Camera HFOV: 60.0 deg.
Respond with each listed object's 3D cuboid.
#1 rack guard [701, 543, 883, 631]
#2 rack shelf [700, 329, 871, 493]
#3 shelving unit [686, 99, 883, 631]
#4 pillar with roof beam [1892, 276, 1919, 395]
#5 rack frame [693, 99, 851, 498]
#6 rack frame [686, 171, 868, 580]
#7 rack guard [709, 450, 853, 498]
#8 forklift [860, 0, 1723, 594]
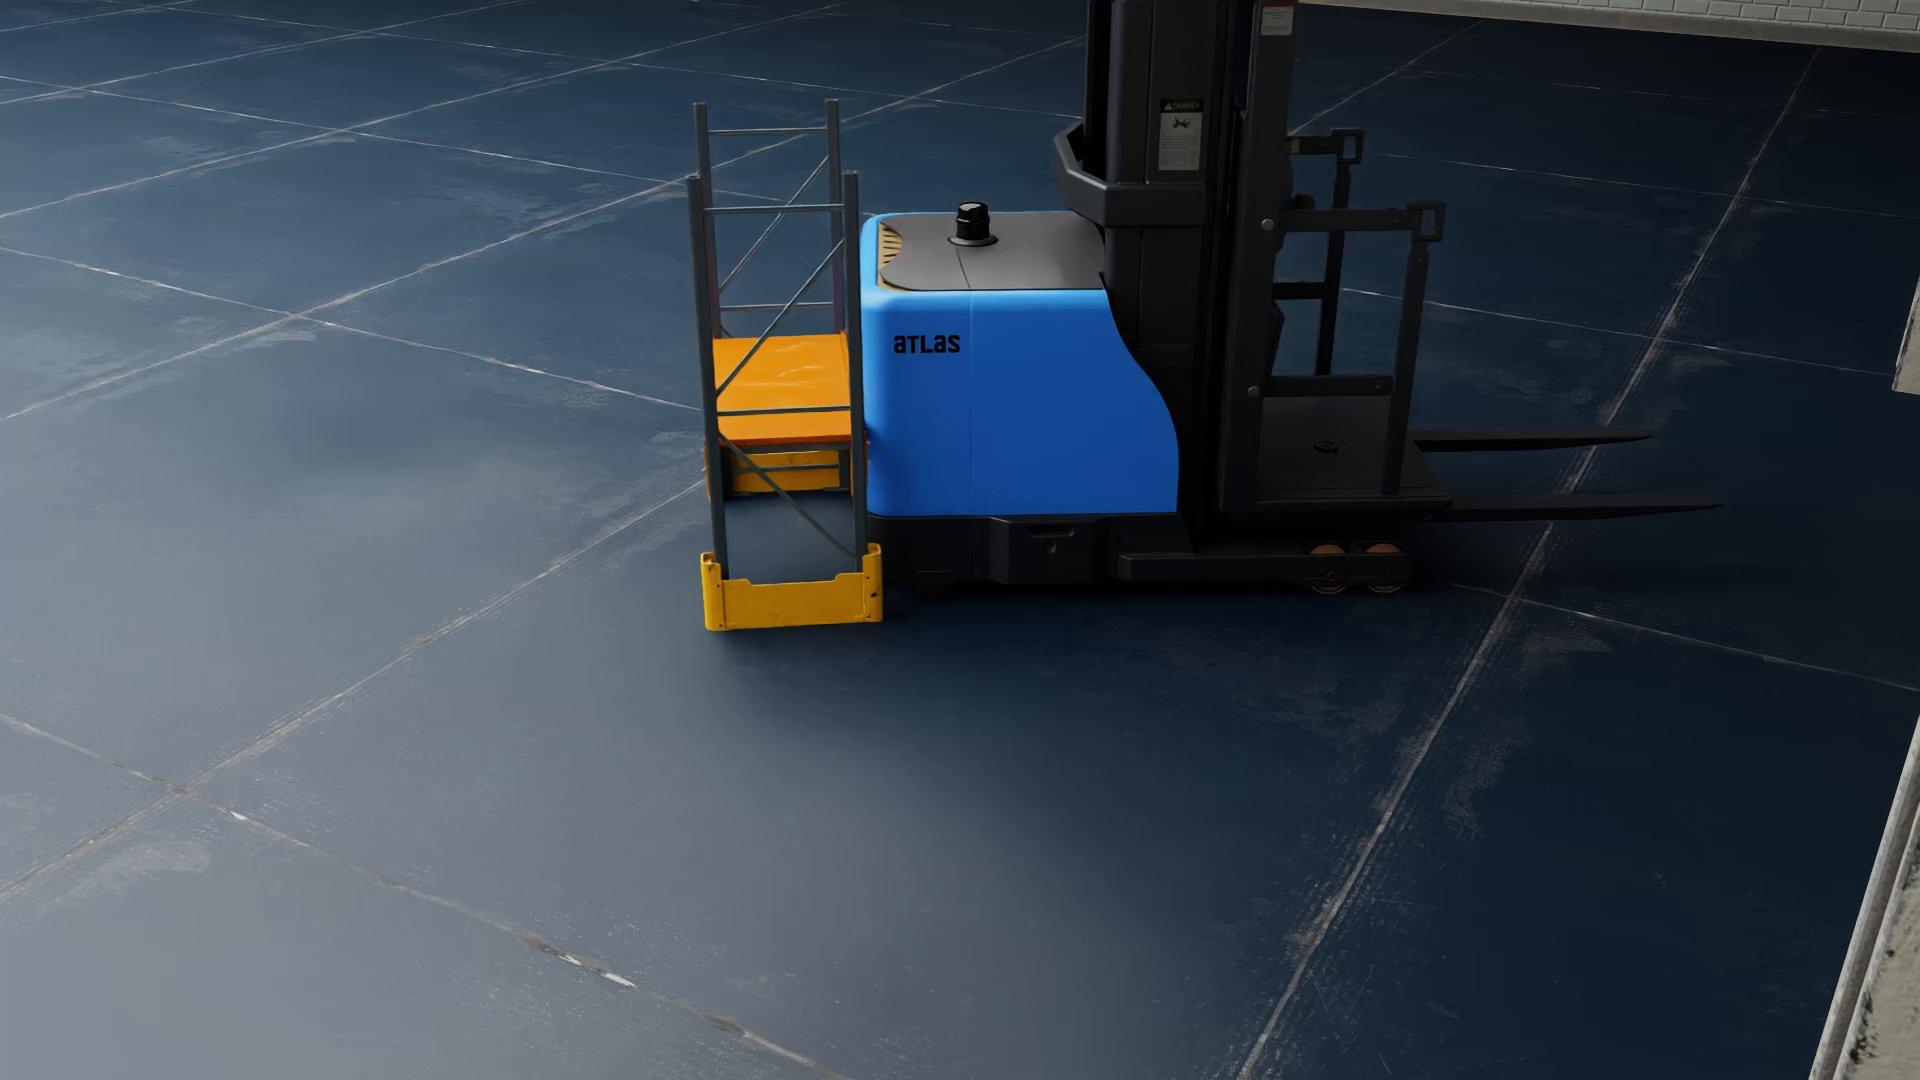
[{"bbox_3d":[-0.552,0.156,5.500,0.587,0.250,0.087,-3,27,-6],"label":"rack guard"},{"bbox_3d":[-0.613,-0.468,5.751,0.538,0.185,1.000,-3,27,-6],"label":"rack shelf"},{"bbox_3d":[-0.612,-0.624,5.662,0.587,1.500,1.083,-3,27,-6],"label":"shelving unit"},{"bbox_3d":[0.645,-5.684,7.393,9.100,9.000,0.400,14,30,26],"label":"pillar with roof beam"},{"bbox_3d":[-0.675,-0.854,6.121,0.500,1.500,0.032,-3,27,-6],"label":"rack frame"},{"bbox_3d":[-0.552,-0.403,5.219,0.500,1.500,0.032,-3,27,-6],"label":"rack frame"},{"bbox_3d":[-0.673,-0.287,6.384,0.587,0.250,0.087,-3,27,-6],"label":"rack guard"},{"bbox_3d":[1.160,-1.362,5.536,3.031,2.935,1.130,-1,27,-2],"label":"forklift"}]
